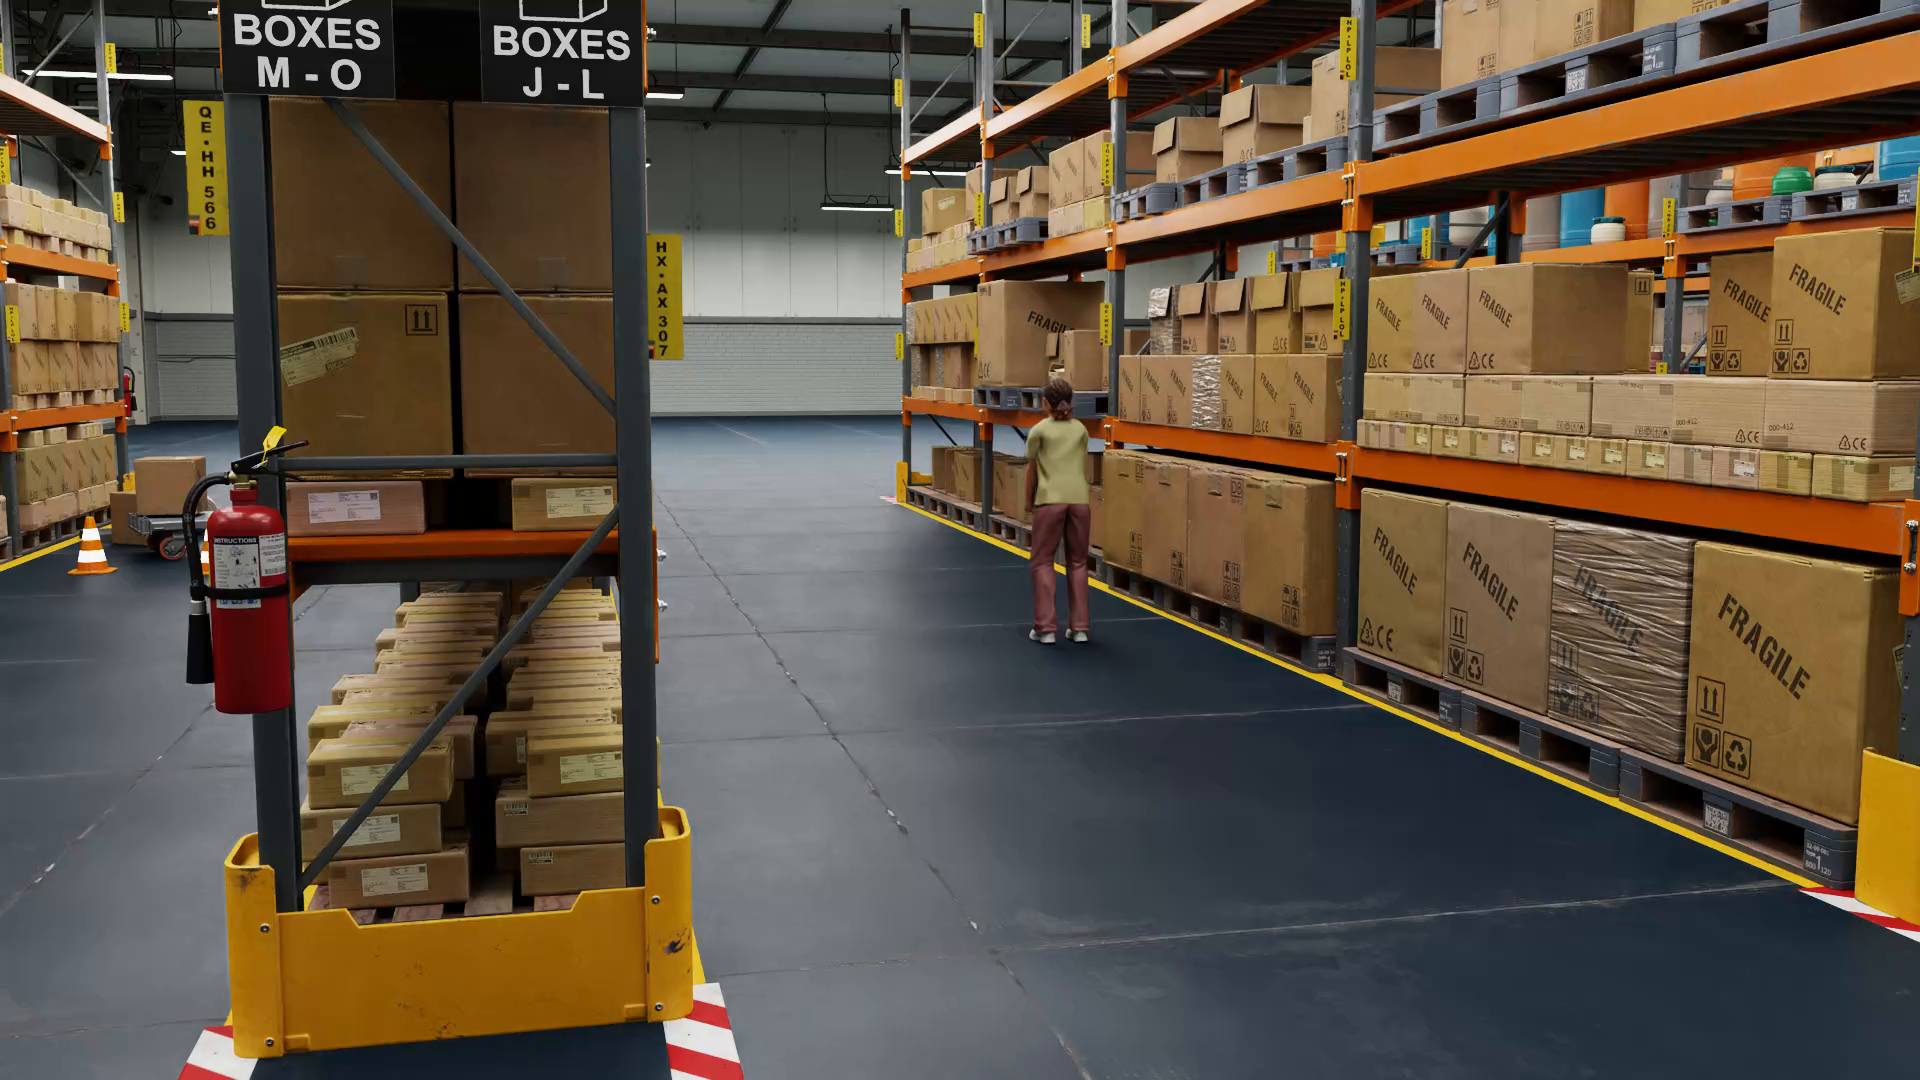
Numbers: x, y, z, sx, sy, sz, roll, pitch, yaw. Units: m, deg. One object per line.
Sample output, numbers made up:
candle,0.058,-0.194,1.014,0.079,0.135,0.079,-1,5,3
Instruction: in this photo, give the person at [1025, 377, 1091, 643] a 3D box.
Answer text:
person,0.605,-0.194,10.515,0.408,1.663,0.513,-2,6,-15
